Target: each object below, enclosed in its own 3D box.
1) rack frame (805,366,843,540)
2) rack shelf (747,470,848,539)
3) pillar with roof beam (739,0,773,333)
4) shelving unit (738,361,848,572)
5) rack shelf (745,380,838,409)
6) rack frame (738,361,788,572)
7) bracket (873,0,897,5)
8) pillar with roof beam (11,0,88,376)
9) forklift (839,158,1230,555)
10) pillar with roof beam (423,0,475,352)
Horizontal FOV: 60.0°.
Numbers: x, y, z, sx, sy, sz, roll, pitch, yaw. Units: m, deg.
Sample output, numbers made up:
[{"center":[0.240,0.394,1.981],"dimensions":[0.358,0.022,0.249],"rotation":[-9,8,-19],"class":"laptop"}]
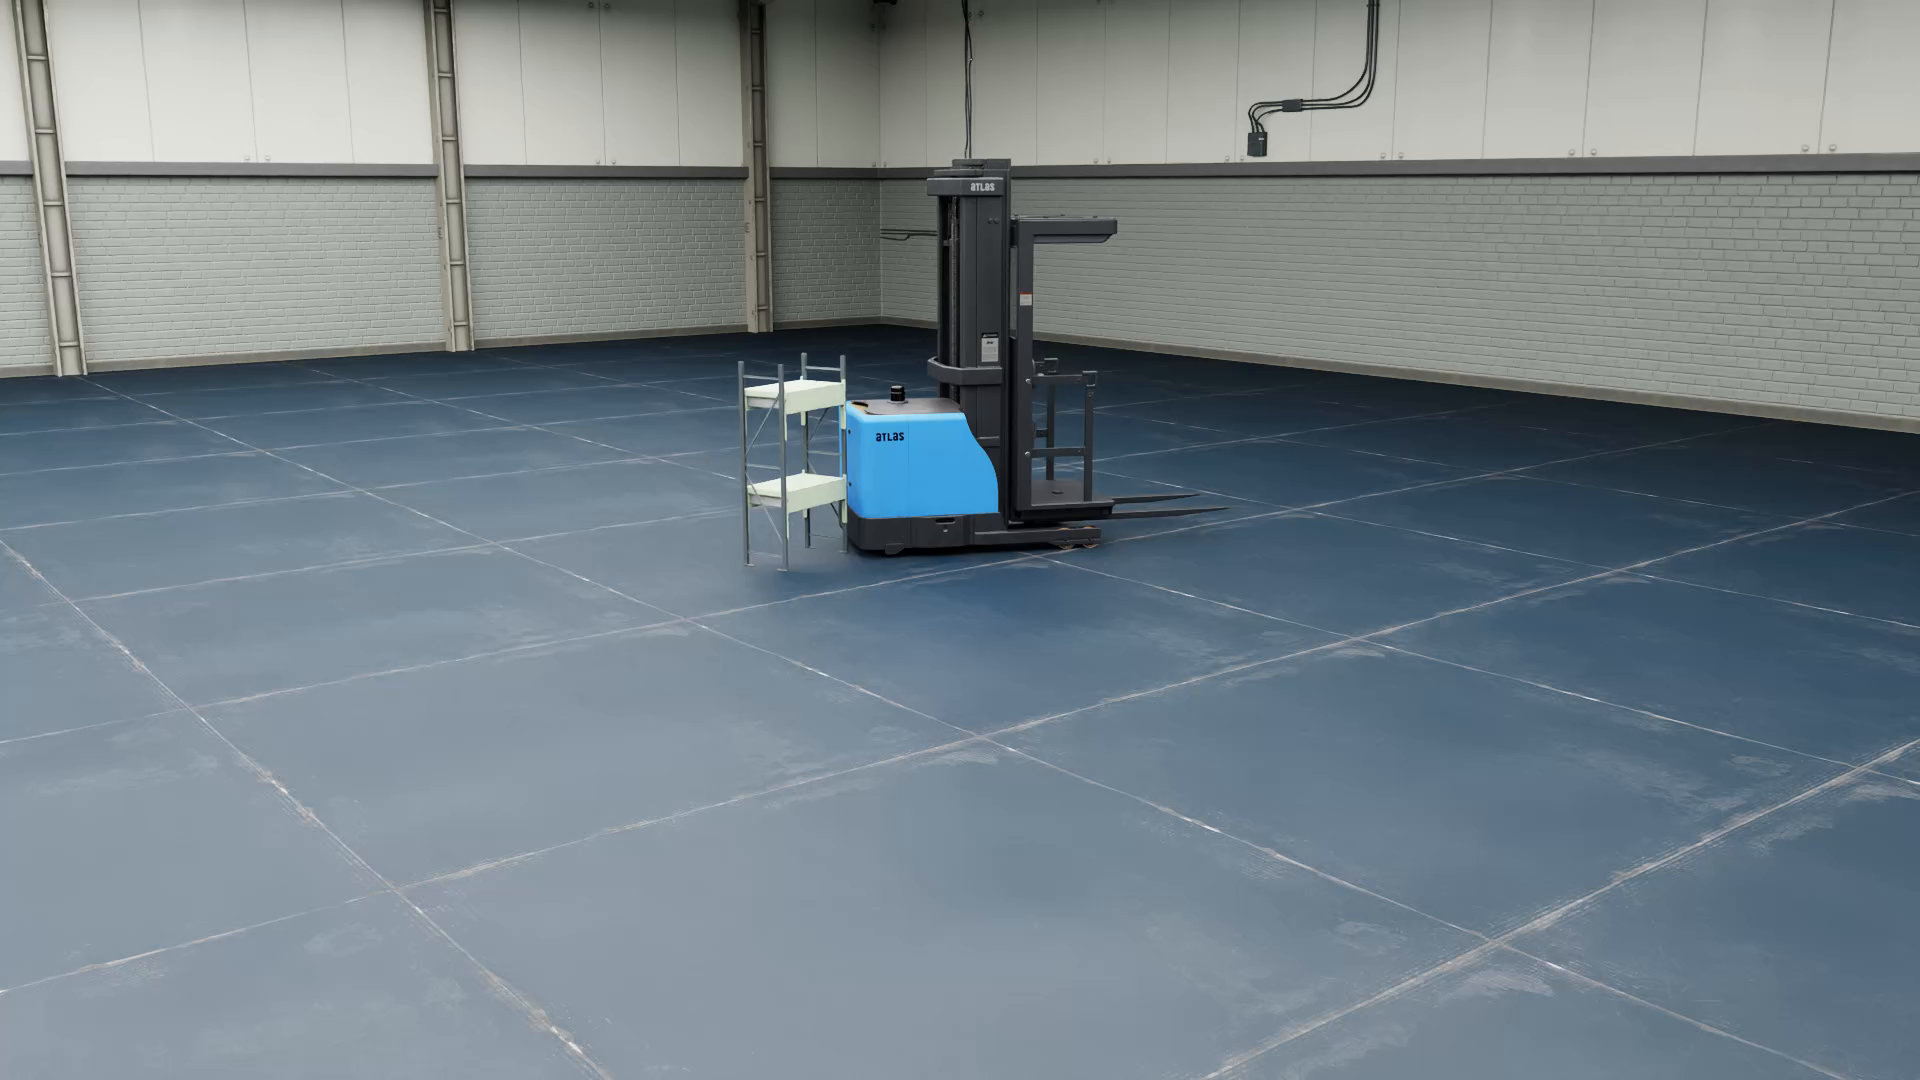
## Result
[{"center":[-1.024,-0.655,12.603],"dimensions":[0.380,1.308,0.010],"rotation":[8,14,32],"class":"rack frame"},{"center":[-1.221,-0.272,12.368],"dimensions":[0.431,0.370,0.720],"rotation":[8,14,32],"class":"rack shelf"},{"center":[-1.158,-7.721,27.825],"dimensions":[0.400,9.000,9.100],"rotation":[-9,15,-38],"class":"pillar with roof beam"},{"center":[-1.223,-0.590,12.298],"dimensions":[0.431,1.500,0.748],"rotation":[8,14,32],"class":"shelving unit"},{"center":[-1.221,-1.068,12.199],"dimensions":[0.368,0.124,0.686],"rotation":[8,14,32],"class":"rack shelf"},{"center":[-1.419,-0.527,11.999],"dimensions":[0.400,1.500,0.023],"rotation":[8,14,32],"class":"rack frame"},{"center":[-1.451,-10.484,32.170],"dimensions":[0.430,0.232,0.235],"rotation":[-9,15,-38],"class":"bracket"},{"center":[-10.529,-6.164,20.492],"dimensions":[0.400,9.000,9.100],"rotation":[-9,15,-38],"class":"pillar with roof beam"},{"center":[0.605,-1.465,12.972],"dimensions":[3.031,2.935,1.130],"rotation":[-3,12,-14],"class":"forklift"},{"center":[-5.844,-6.942,24.159],"dimensions":[0.400,9.000,9.100],"rotation":[-9,15,-38],"class":"pillar with roof beam"}]
